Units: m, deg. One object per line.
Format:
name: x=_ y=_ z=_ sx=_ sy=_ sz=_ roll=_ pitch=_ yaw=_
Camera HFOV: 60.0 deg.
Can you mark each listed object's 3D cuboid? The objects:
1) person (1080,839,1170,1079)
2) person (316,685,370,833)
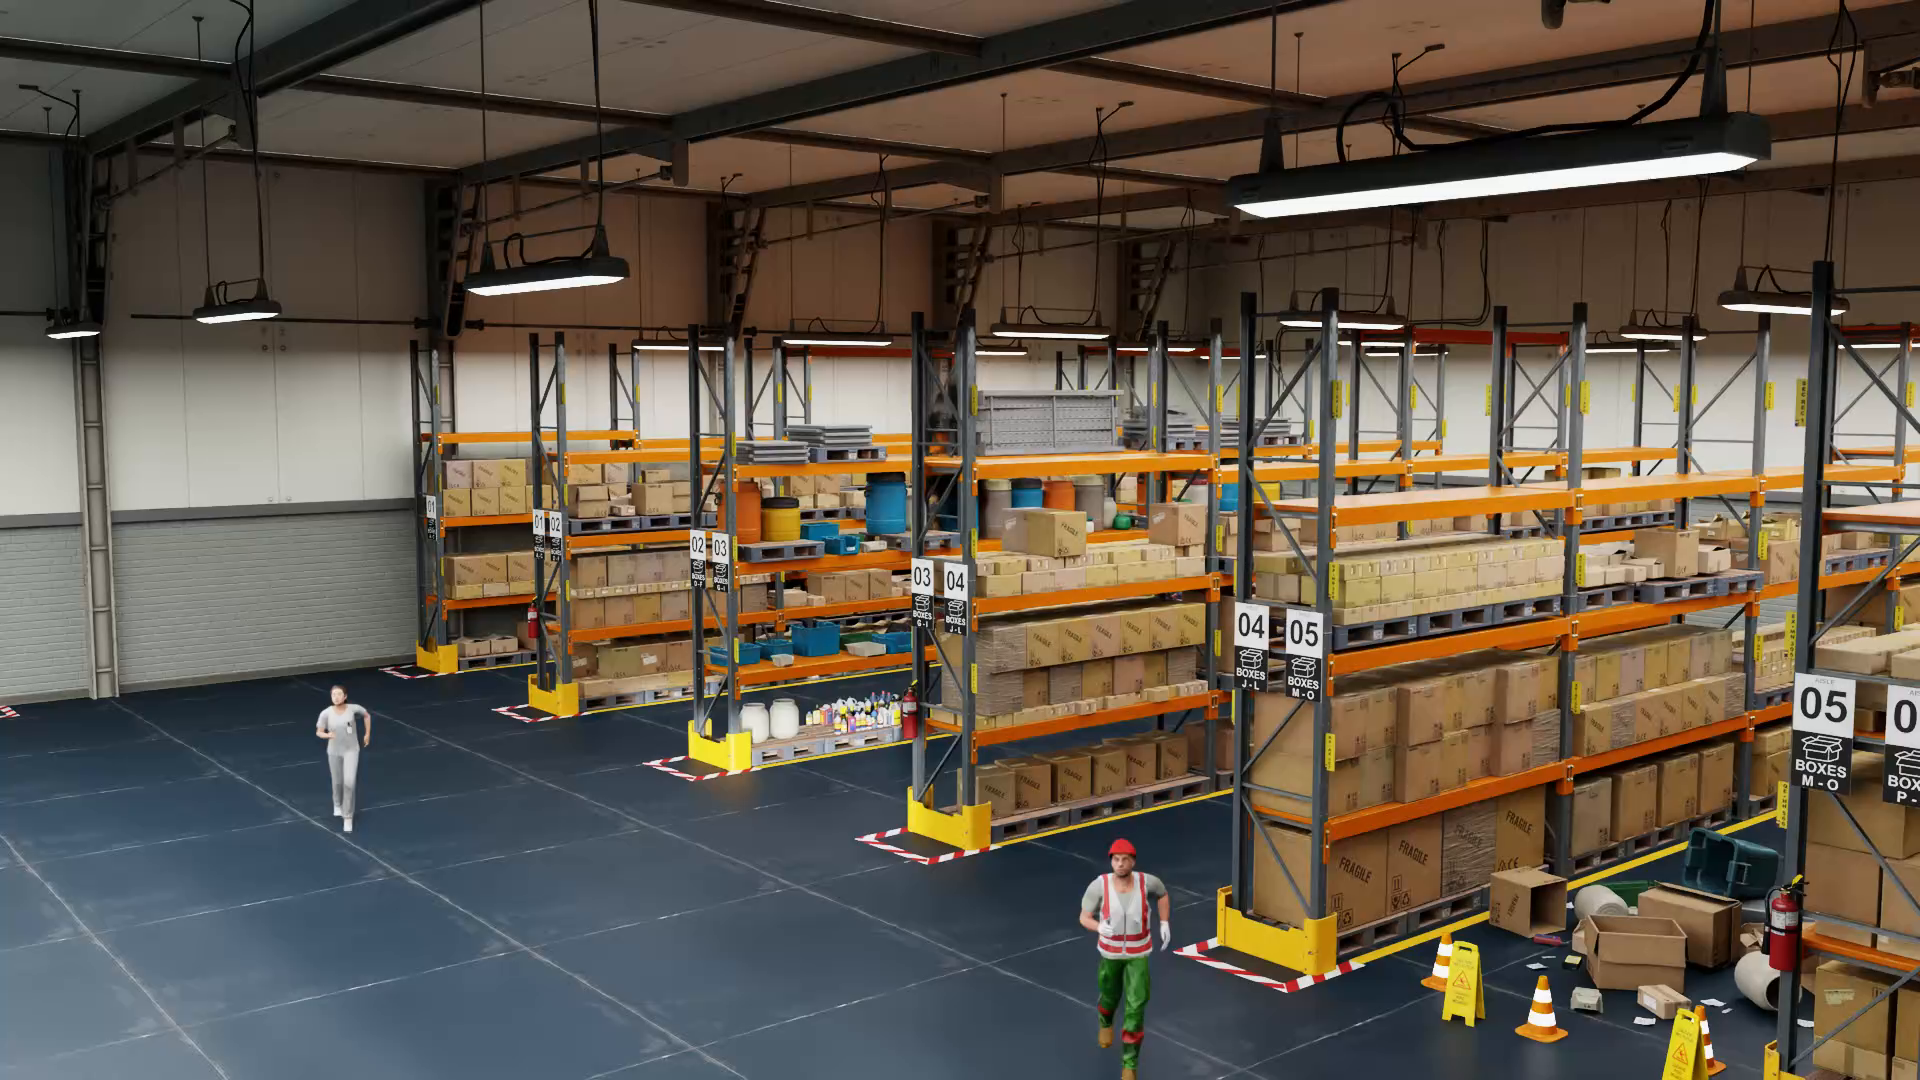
person: x=1.237 y=3.115 z=12.494 sx=0.672 sy=1.817 sz=0.966 roll=1 pitch=5 yaw=6
person: x=-7.237 y=2.528 z=19.556 sx=0.573 sy=1.709 sz=0.890 roll=-1 pitch=5 yaw=-13
